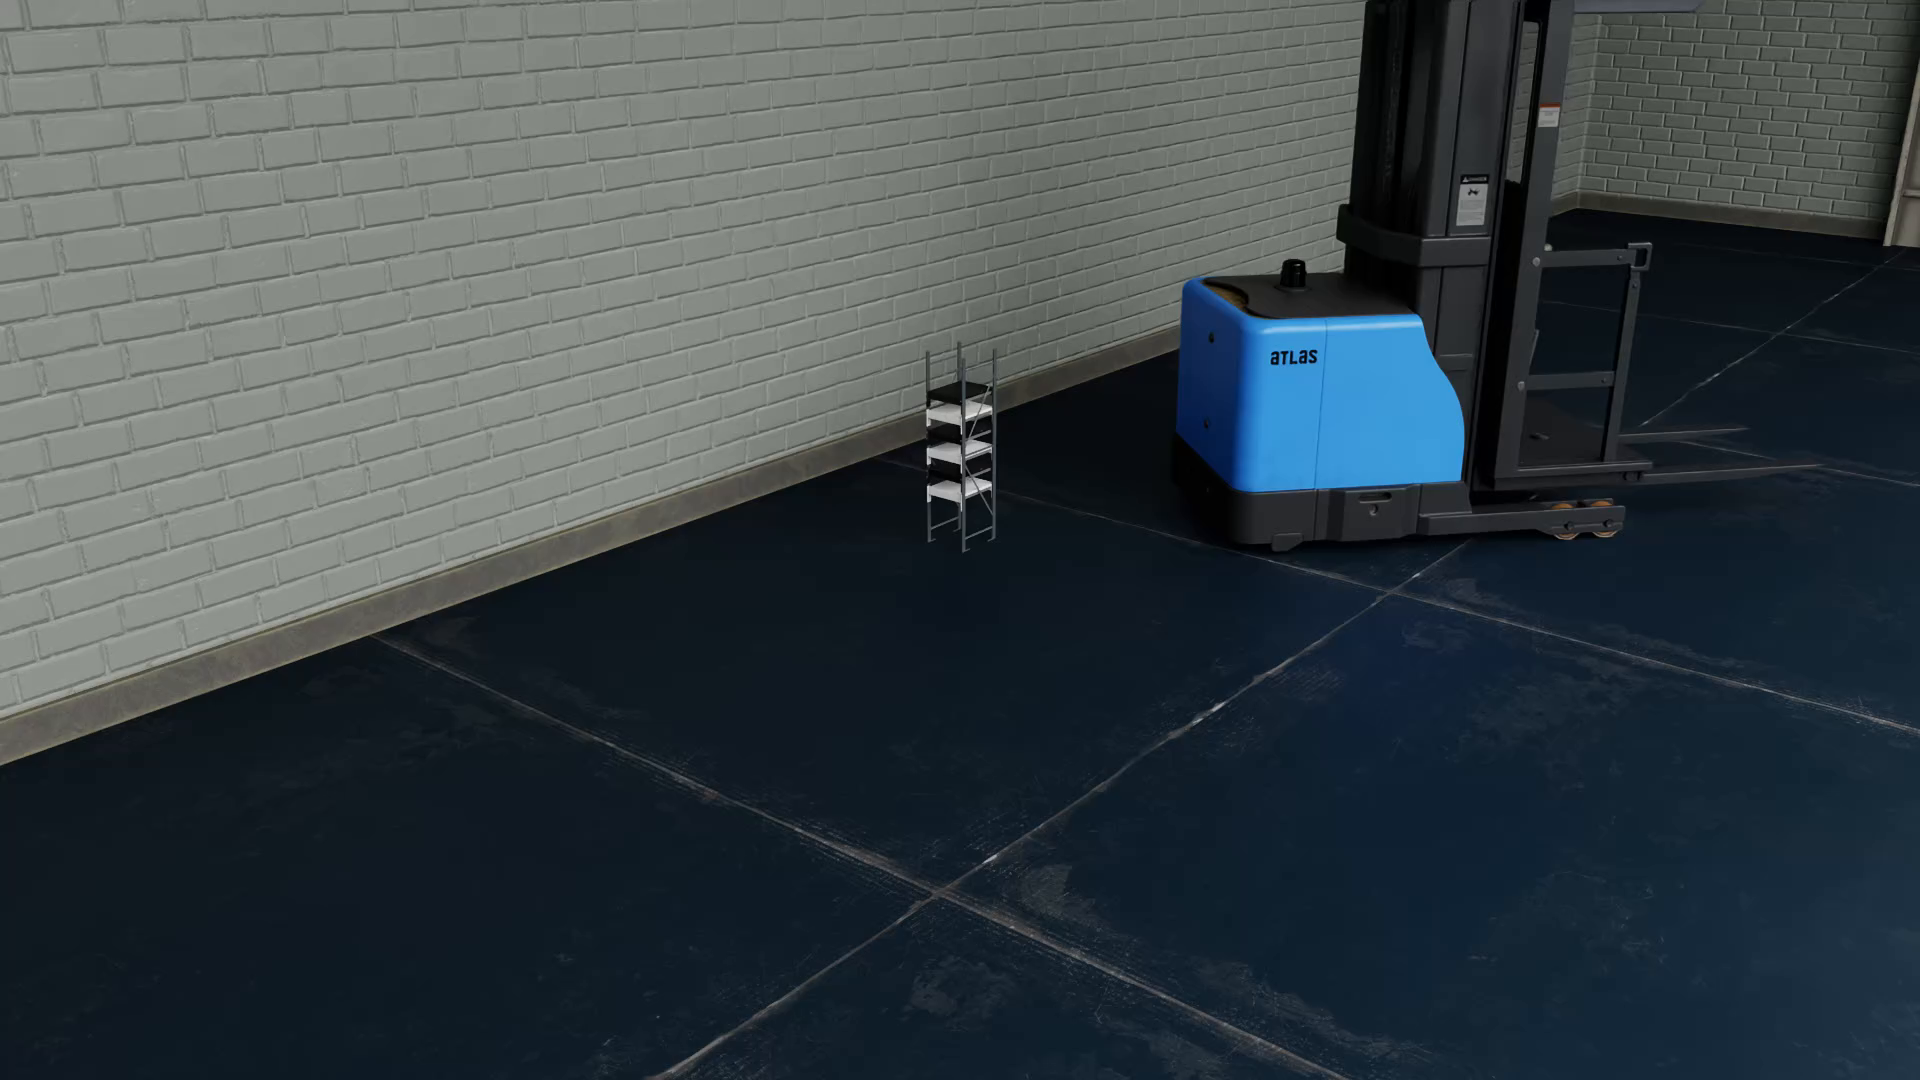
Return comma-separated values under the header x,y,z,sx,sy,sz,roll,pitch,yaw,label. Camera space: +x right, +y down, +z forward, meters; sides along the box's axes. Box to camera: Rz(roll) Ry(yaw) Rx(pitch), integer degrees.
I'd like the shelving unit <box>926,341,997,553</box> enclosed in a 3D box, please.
x,y,z,sx,sy,sz,roll,pitch,yaw,label
0.006,-0.419,7.505,0.210,0.900,0.258,16,26,36,shelving unit

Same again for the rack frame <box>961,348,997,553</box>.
x,y,z,sx,sy,sz,roll,pitch,yaw,label
0.085,-0.397,7.444,0.006,0.900,0.240,16,26,36,rack frame

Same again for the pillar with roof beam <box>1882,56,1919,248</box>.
x,y,z,sx,sy,sz,roll,pitch,yaw,label
5.552,-5.594,9.750,0.400,9.000,9.100,16,26,36,pillar with roof beam

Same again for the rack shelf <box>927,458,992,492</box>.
x,y,z,sx,sy,sz,roll,pitch,yaw,label
0.006,-0.304,7.548,0.200,0.077,0.258,16,26,36,rack shelf

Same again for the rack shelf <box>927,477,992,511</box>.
x,y,z,sx,sy,sz,roll,pitch,yaw,label
0.006,-0.220,7.580,0.200,0.077,0.258,16,26,36,rack shelf

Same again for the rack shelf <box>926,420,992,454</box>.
x,y,z,sx,sy,sz,roll,pitch,yaw,label
0.006,-0.472,7.485,0.200,0.077,0.258,16,26,36,rack shelf

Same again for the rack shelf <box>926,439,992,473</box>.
x,y,z,sx,sy,sz,roll,pitch,yaw,label
0.006,-0.388,7.516,0.200,0.077,0.258,16,26,36,rack shelf

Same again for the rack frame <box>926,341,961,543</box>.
x,y,z,sx,sy,sz,roll,pitch,yaw,label
-0.072,-0.442,7.565,0.006,0.900,0.240,16,26,36,rack frame

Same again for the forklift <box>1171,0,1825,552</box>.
x,y,z,sx,sy,sz,roll,pitch,yaw,label
2.615,-1.551,7.627,3.031,2.935,1.130,-3,21,-9,forklift

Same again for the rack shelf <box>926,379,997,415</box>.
x,y,z,sx,sy,sz,roll,pitch,yaw,label
0.006,-0.641,7.421,0.200,0.077,0.258,16,26,36,rack shelf

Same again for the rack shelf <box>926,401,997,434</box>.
x,y,z,sx,sy,sz,roll,pitch,yaw,label
0.006,-0.556,7.453,0.200,0.077,0.258,16,26,36,rack shelf
